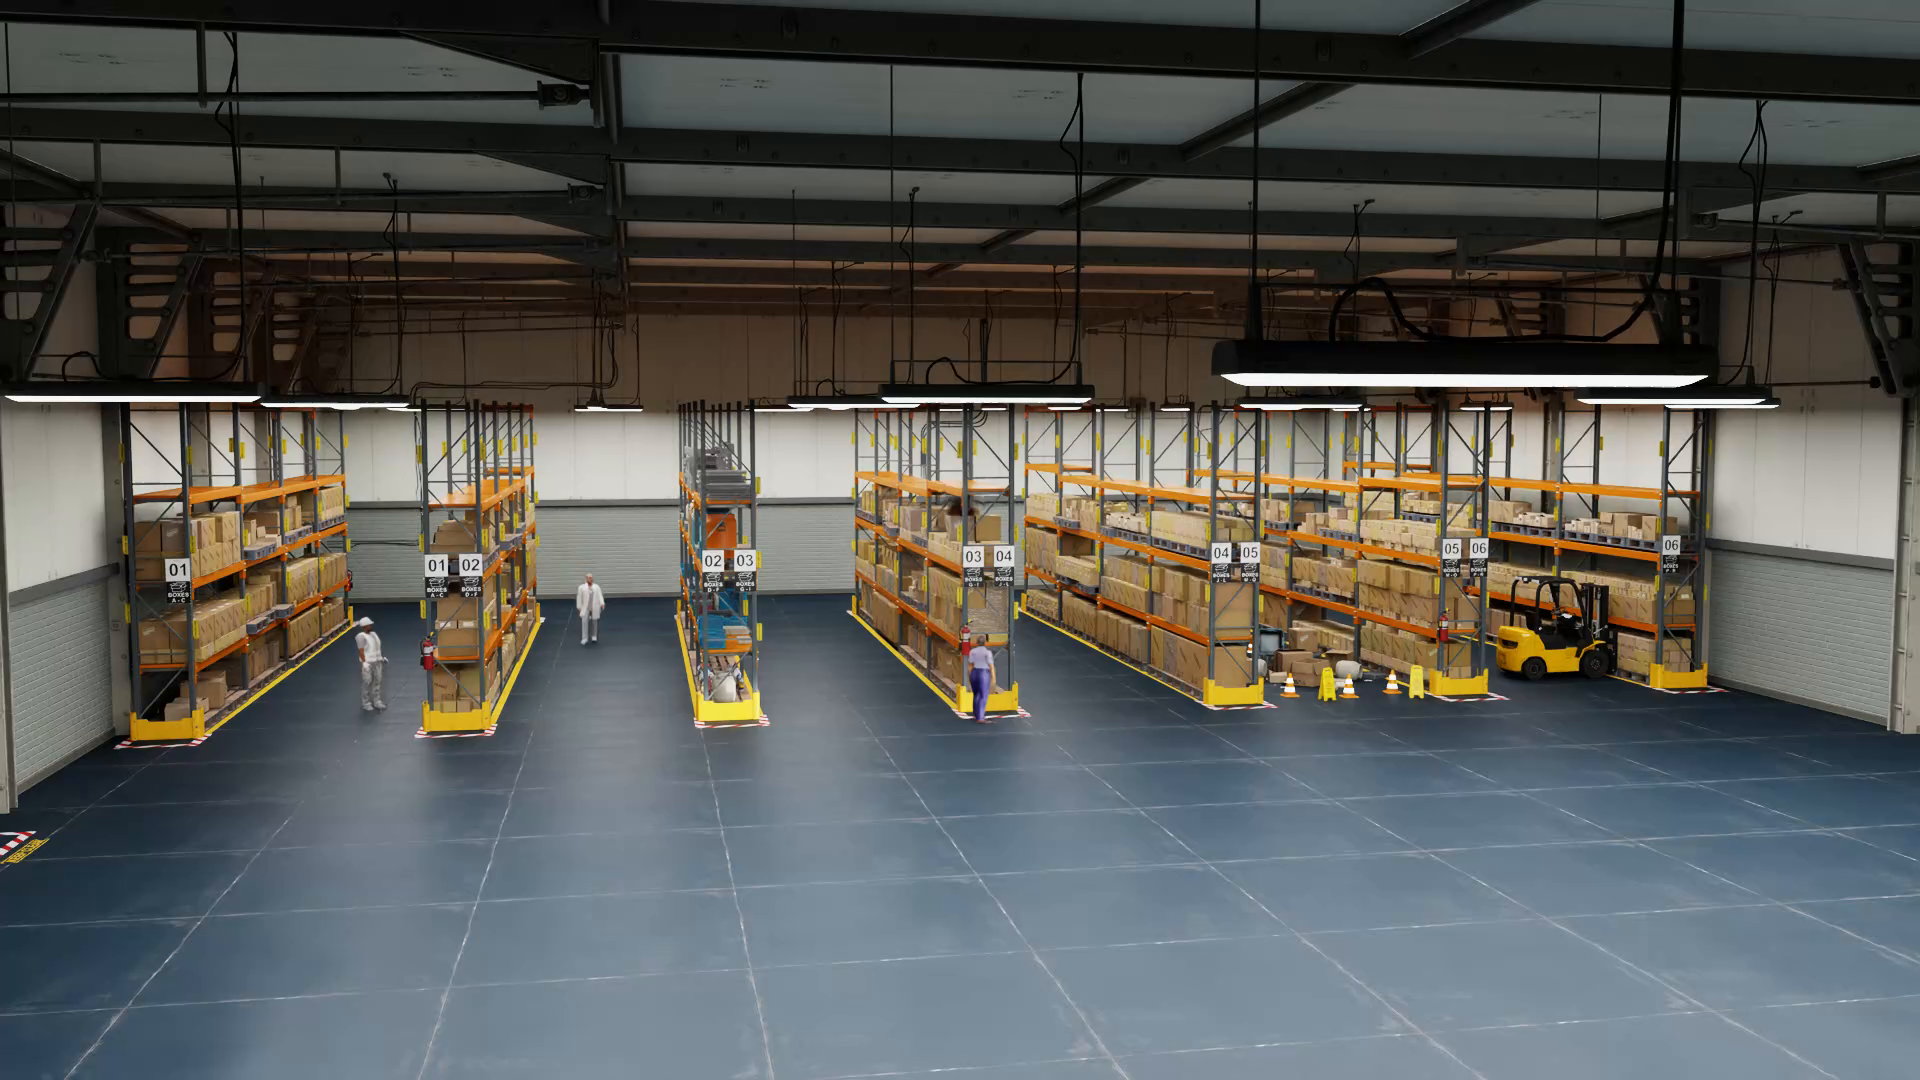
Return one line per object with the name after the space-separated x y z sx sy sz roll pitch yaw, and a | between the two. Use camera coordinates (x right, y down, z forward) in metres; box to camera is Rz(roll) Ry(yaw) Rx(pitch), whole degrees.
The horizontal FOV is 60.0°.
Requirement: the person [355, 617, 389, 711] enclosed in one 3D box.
-11.465 2.405 32.470 0.510 1.810 0.618 2 5 28 | person

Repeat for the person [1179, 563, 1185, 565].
6.941 1.059 51.209 0.608 1.574 0.428 -1 4 -15 | person

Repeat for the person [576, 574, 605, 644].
-9.204 1.704 41.423 0.702 1.722 1.119 -1 4 -7 | person

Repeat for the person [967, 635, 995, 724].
0.427 2.576 31.023 0.552 1.640 0.558 4 6 39 | person
